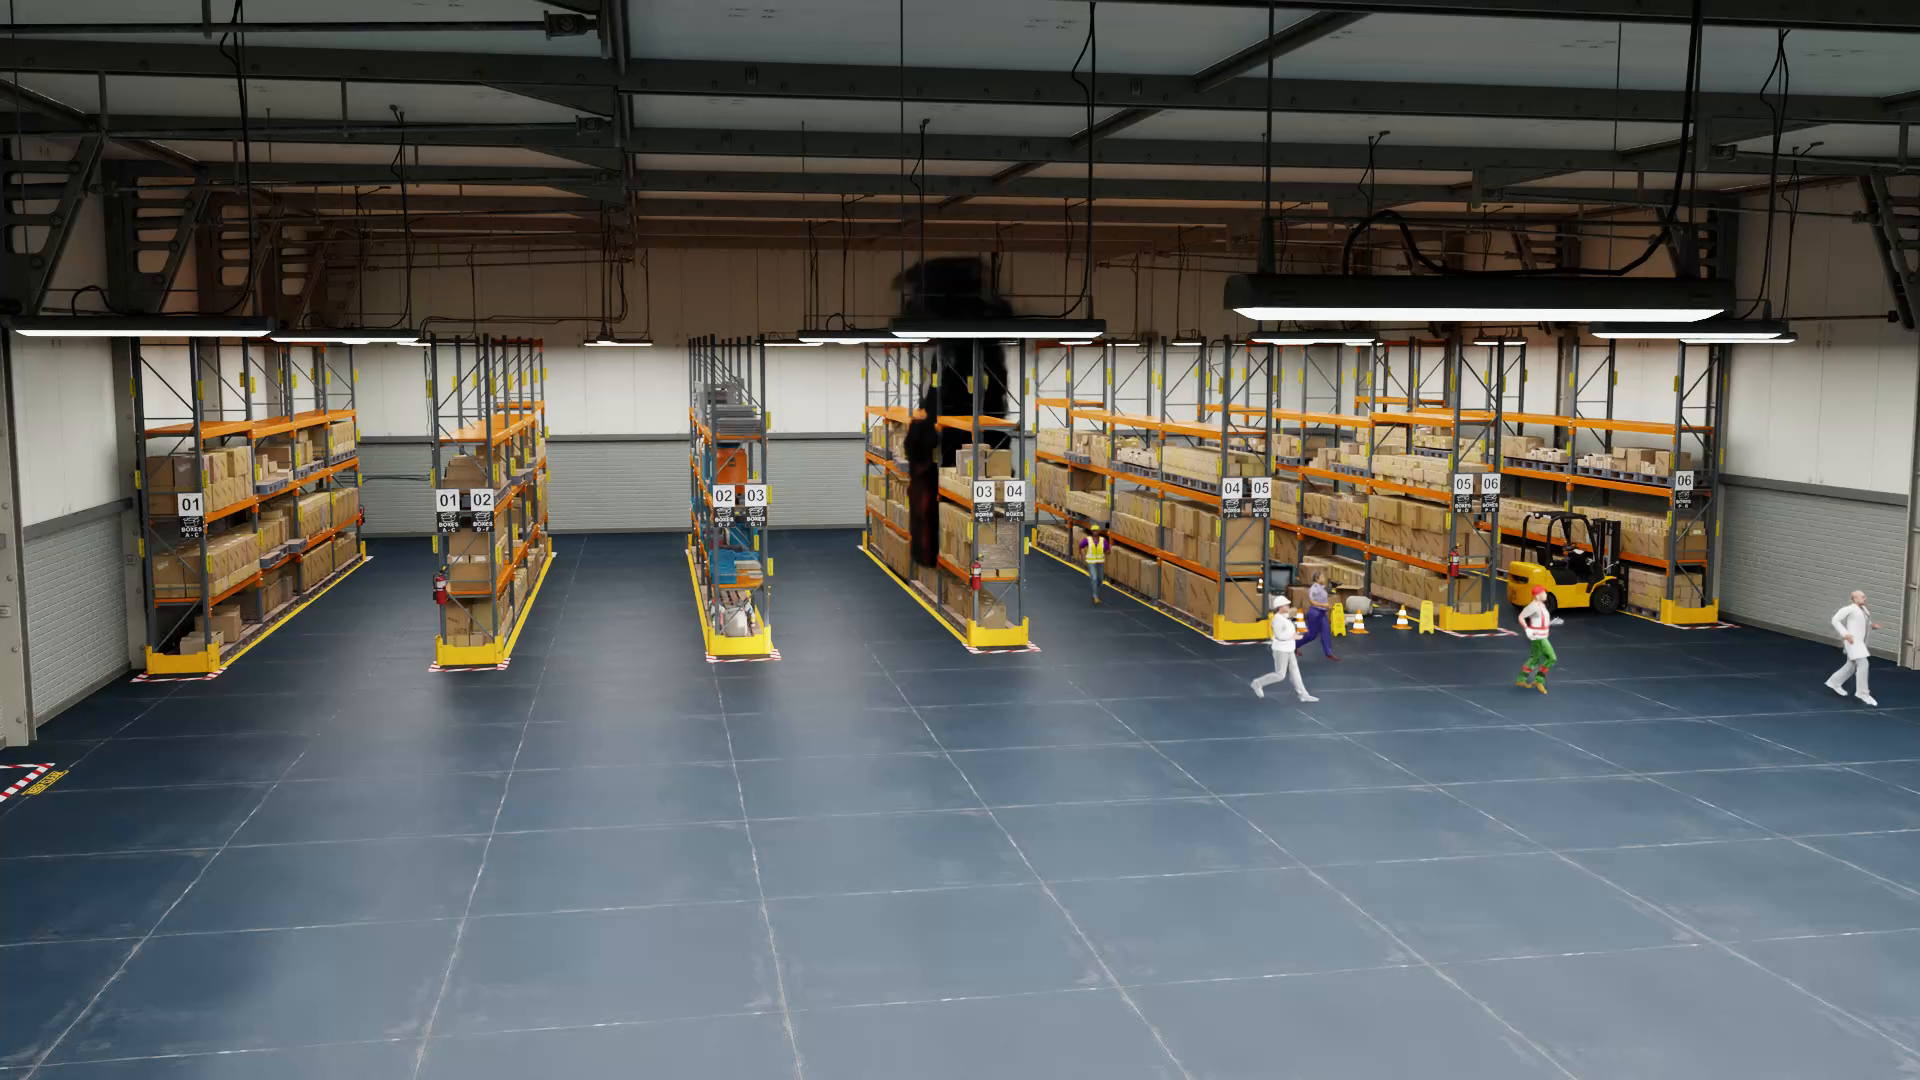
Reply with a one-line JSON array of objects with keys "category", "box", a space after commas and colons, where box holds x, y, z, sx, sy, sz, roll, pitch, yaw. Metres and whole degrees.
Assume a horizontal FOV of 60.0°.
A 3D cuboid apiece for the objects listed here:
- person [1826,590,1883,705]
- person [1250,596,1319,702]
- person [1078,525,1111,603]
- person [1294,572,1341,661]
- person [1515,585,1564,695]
[{"category": "person", "box": [14.620, 1.694, 27.181, 0.694, 1.761, 0.875, -5, 9, -40]}, {"category": "person", "box": [5.251, 1.756, 26.804, 1.079, 1.719, 0.673, 3, 7, 23]}, {"category": "person", "box": [3.070, 0.520, 37.710, 0.710, 1.747, 0.968, -1, 7, -11]}, {"category": "person", "box": [6.554, 1.400, 30.616, 0.941, 1.646, 0.605, 4, 7, 29]}, {"category": "person", "box": [9.680, 1.660, 27.766, 0.729, 1.817, 0.641, 3, 7, 28]}]
